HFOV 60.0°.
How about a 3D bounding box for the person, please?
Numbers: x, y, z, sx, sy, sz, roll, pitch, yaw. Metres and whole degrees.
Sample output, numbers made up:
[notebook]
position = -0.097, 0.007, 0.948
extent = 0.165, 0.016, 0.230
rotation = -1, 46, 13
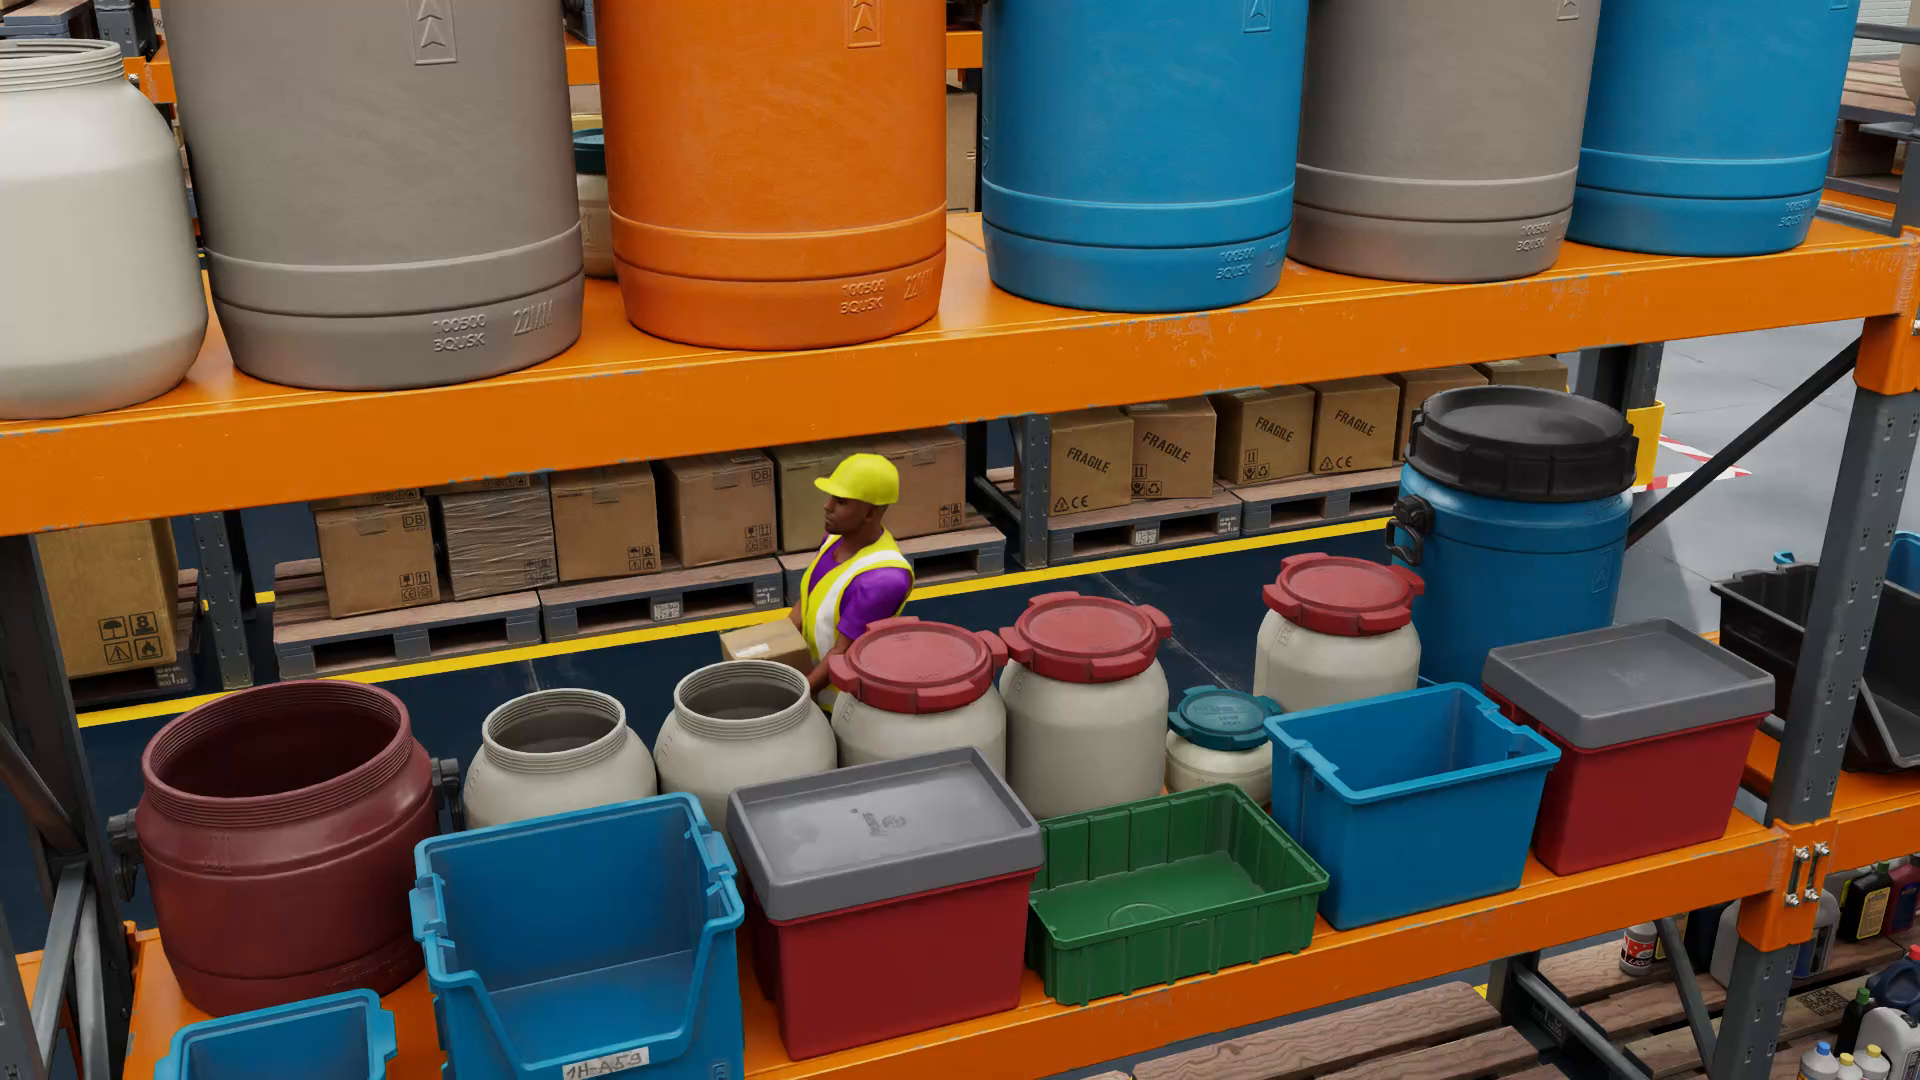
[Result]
[person]
position = -0.466, 0.555, 5.716
extent = 0.575, 1.767, 0.510
rotation = -8, 24, -19
